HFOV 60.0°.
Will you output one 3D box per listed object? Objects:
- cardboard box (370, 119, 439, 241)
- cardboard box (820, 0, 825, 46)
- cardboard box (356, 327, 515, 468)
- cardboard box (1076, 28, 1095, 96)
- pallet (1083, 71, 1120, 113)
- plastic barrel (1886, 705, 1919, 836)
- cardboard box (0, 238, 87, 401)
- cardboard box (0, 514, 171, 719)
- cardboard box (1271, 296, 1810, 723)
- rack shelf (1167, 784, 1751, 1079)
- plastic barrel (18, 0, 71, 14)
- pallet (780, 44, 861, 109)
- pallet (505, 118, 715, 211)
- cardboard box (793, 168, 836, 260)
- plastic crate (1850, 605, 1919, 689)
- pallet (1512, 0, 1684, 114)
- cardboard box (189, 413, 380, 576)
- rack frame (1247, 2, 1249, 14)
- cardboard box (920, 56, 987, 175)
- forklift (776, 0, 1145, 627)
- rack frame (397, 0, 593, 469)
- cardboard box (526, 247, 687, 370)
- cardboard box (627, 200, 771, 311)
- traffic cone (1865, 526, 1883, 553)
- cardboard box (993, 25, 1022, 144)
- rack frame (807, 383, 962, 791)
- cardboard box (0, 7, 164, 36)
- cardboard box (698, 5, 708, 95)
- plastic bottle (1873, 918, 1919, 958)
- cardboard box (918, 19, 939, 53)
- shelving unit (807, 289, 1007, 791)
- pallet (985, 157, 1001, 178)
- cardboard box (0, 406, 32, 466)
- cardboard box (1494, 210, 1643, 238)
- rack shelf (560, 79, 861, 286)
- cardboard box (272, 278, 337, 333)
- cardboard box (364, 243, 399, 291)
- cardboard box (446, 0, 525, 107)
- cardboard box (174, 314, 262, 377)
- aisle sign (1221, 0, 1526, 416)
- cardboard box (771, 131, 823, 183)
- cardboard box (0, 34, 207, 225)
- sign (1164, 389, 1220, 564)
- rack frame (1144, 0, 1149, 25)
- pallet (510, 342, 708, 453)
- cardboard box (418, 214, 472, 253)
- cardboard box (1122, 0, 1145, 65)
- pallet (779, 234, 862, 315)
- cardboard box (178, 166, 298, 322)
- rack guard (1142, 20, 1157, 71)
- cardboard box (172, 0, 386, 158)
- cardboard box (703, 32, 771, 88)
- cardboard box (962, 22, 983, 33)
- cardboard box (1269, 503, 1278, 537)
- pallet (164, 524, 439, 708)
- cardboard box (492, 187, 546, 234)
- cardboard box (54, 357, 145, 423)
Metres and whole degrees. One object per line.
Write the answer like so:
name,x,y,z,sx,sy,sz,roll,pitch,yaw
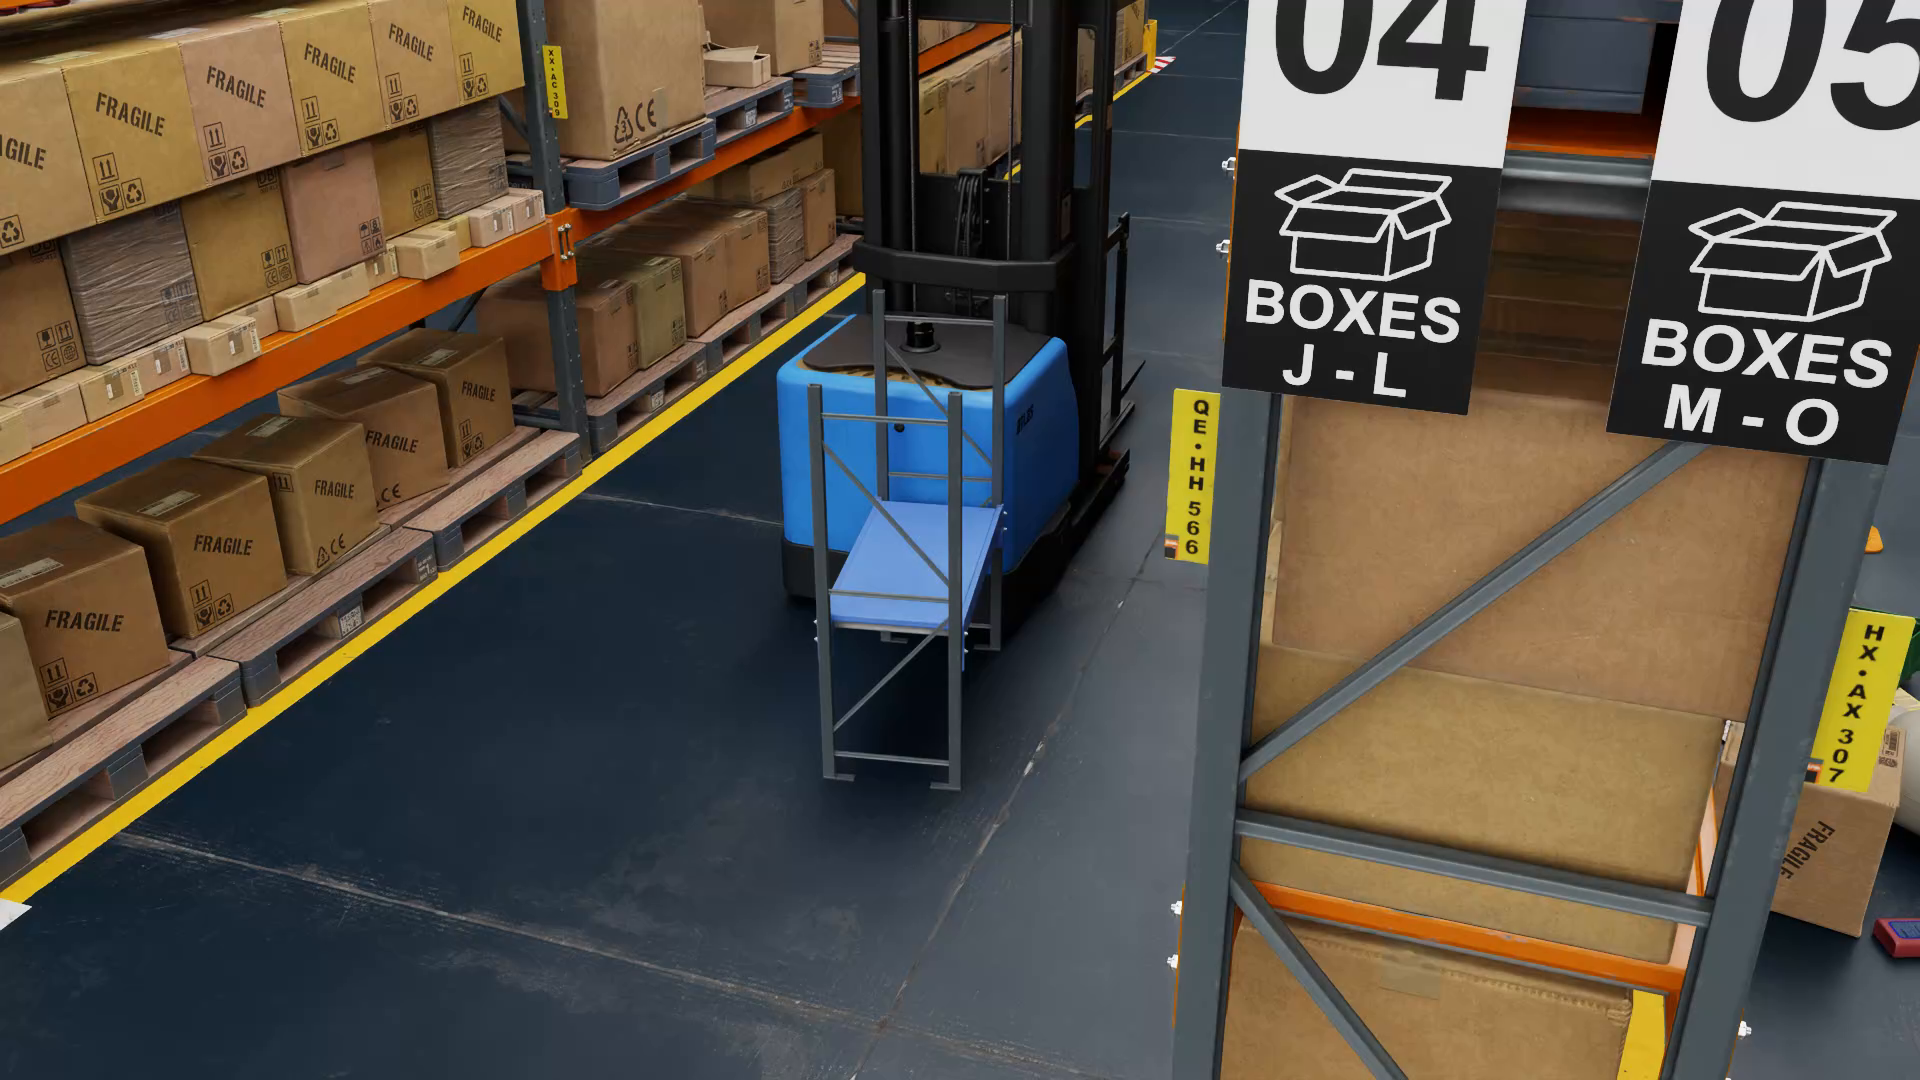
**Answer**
cardboard box,-2.795,-1.603,7.162,0.875,0.500,0.500,9,27,17
cardboard box,-1.199,-3.450,10.838,0.500,0.500,0.500,5,26,11
cardboard box,-2.559,-0.706,8.152,0.500,0.500,0.500,8,27,16
cardboard box,0.869,-4.950,16.488,0.875,0.875,0.875,9,27,17
pallet,1.006,-4.637,17.085,1.003,0.211,1.213,9,27,17
plastic barrel,3.325,0.809,5.594,0.421,0.421,0.512,-14,29,-27
cardboard box,-3.457,-0.780,5.463,0.875,0.500,0.500,9,27,17
cardboard box,-3.329,0.275,6.127,0.500,0.500,0.500,17,30,31
cardboard box,1.085,-0.096,3.095,0.875,0.550,0.550,9,27,17
rack shelf,1.590,0.106,4.914,1.077,0.370,4.000,9,27,17
plastic barrel,-6.145,-3.420,11.216,0.433,0.535,0.433,0,26,0
pallet,-1.193,-3.049,10.826,1.213,0.211,1.003,9,27,17
pallet,-1.996,-2.007,8.673,1.003,0.211,1.213,9,27,17
cardboard box,-1.261,-2.239,11.295,0.700,0.500,0.500,7,27,15
plastic crate,3.433,0.462,6.515,0.662,0.188,0.450,-20,23,-36
pallet,1.162,-1.012,3.058,1.003,0.211,1.213,9,27,17
cardboard box,-2.875,-0.203,7.113,0.500,0.500,0.500,6,27,13
rack frame,0.925,-2.096,1.752,1.000,3.000,0.127,9,27,17
cardboard box,-0.504,-3.323,13.126,1.225,0.875,0.875,9,27,18
forklift,0.213,-1.578,7.645,1.130,2.935,3.031,9,27,18
rack frame,-2.388,-1.800,8.026,1.000,3.000,0.127,9,27,17
cardboard box,-1.987,-1.316,9.389,0.700,0.500,0.500,9,27,17
cardboard box,-1.615,-1.775,10.338,0.700,0.500,0.500,11,28,22
traffic cone,4.126,-0.230,7.694,0.336,0.463,0.334,9,27,17
cardboard box,0.080,-4.055,14.639,1.225,0.875,0.875,9,27,18
rack frame,-0.241,0.194,5.629,0.500,1.500,0.032,4,26,8
cardboard box,-3.265,-1.663,6.139,0.500,0.500,0.500,9,27,17
cardboard box,-1.898,-2.762,9.411,0.797,0.503,0.637,12,28,23
plastic bottle,2.999,1.229,5.141,0.283,0.061,0.133,0,26,-1
cardboard box,-0.469,-3.862,12.169,0.500,0.500,0.500,8,27,16
shelving unit,-0.160,-0.025,6.080,0.538,1.500,1.048,4,26,8
pallet,-0.316,-3.002,13.707,1.003,0.211,1.213,9,27,17
cardboard box,-3.201,-0.327,5.271,0.380,0.149,0.250,9,27,17
cardboard box,1.495,-0.546,4.024,0.875,0.550,0.550,9,27,17
rack shelf,-1.722,-2.298,9.880,1.077,0.370,4.000,9,27,17
cardboard box,-2.695,-0.942,6.542,0.380,0.149,0.250,9,27,17
cardboard box,-2.600,-1.158,6.989,0.380,0.149,0.250,9,27,17
cardboard box,-2.278,-2.204,7.257,0.500,0.500,0.500,9,27,17
cardboard box,-2.809,-0.728,6.100,0.380,0.149,0.250,9,27,17
aisle sign,0.618,-0.580,2.523,0.394,0.787,0.004,9,27,17
cardboard box,-1.251,-2.575,11.129,0.500,0.250,0.500,10,28,20
cardboard box,-2.941,-1.382,5.559,0.500,0.500,0.500,9,27,17
sign,0.418,-0.108,2.930,0.100,0.325,0.005,9,27,17
rack frame,1.606,-6.732,18.211,1.000,3.000,0.127,9,27,17
pallet,-2.130,-0.865,9.295,1.003,0.211,1.213,9,27,17
cardboard box,-2.414,-1.361,7.407,0.380,0.149,0.250,9,27,17
cardboard box,1.468,-5.690,18.016,0.875,0.875,0.875,9,27,17
pallet,-1.318,-1.868,11.366,1.003,0.211,1.213,9,27,17
cardboard box,-3.072,-1.183,6.296,0.875,0.500,0.500,9,27,17
rack guard,1.614,-5.616,18.776,1.175,0.500,0.348,9,27,17
cardboard box,-2.610,-1.793,6.408,0.500,0.500,0.500,9,27,17
cardboard box,-1.357,-2.848,9.863,0.396,0.266,0.258,8,27,16
cardboard box,-0.133,-4.278,13.028,0.500,0.500,0.500,9,27,18
cardboard box,1.168,0.149,3.829,0.875,0.550,0.550,9,27,17
pallet,-2.982,0.239,7.014,1.003,0.211,1.213,9,27,17
cardboard box,-2.182,-1.556,7.810,0.380,0.149,0.250,9,27,17
cardboard box,-3.047,-0.534,5.699,0.380,0.149,0.250,9,27,17
